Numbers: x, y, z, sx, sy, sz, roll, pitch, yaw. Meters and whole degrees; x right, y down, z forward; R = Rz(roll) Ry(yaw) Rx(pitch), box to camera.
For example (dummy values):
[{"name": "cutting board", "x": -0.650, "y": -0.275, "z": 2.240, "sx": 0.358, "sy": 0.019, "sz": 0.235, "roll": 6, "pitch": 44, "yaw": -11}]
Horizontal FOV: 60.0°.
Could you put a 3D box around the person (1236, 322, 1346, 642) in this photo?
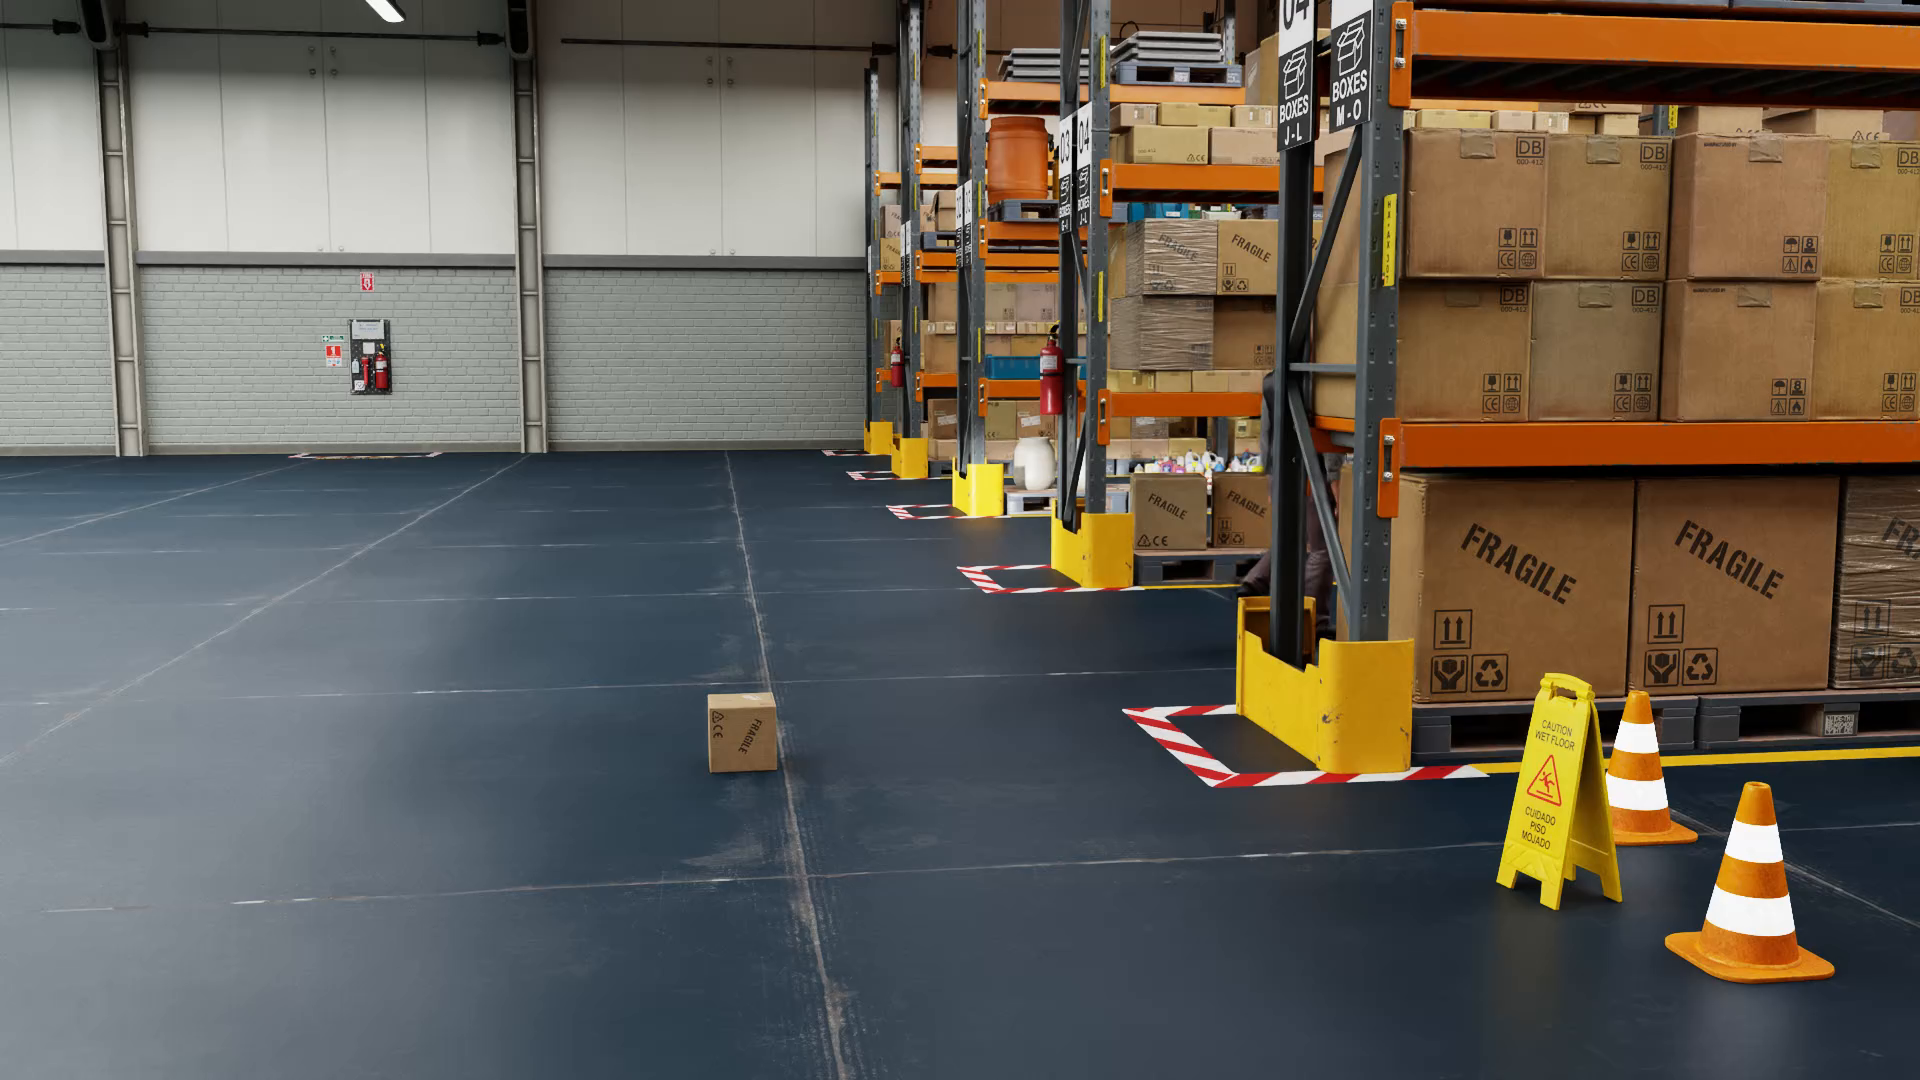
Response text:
[{"name": "person", "x": 1.807, "y": -0.305, "z": 8.869, "sx": 0.633, "sy": 1.709, "sz": 0.542, "roll": -5, "pitch": 8, "yaw": -40}]
